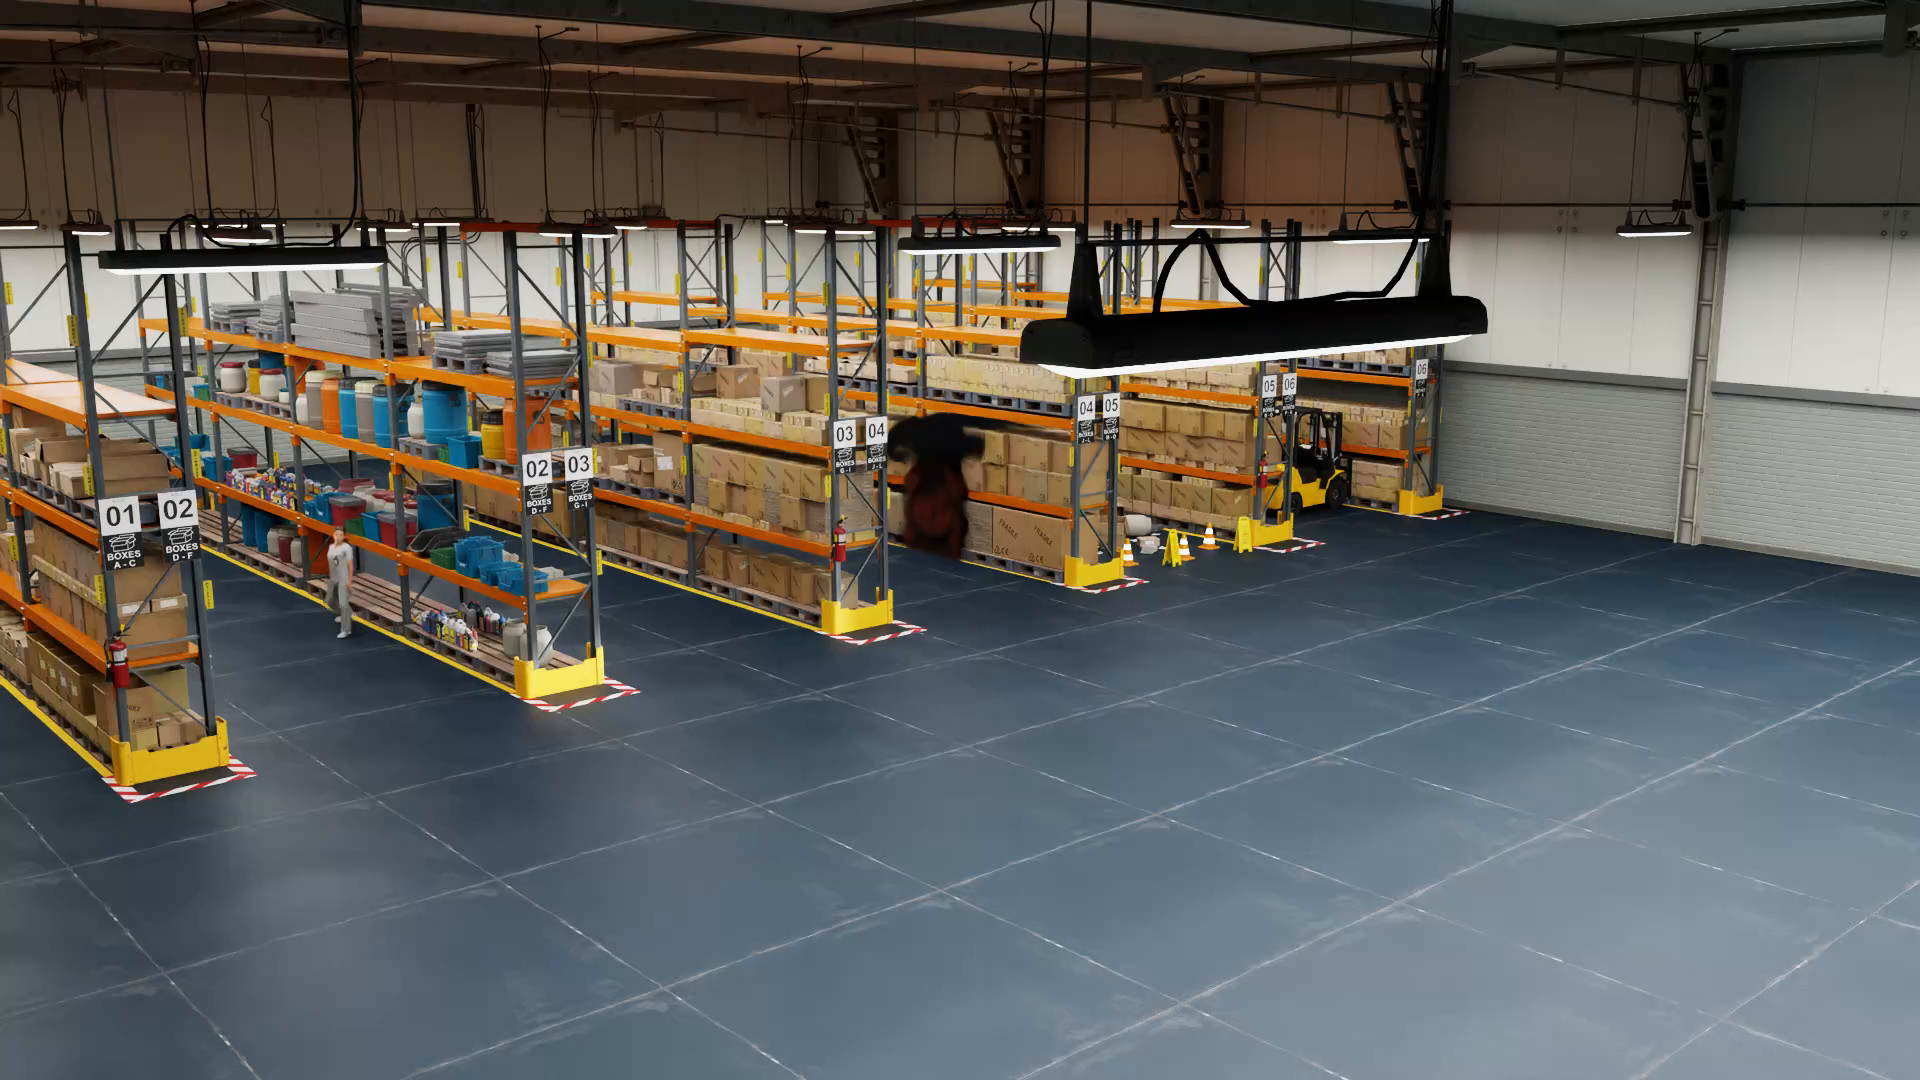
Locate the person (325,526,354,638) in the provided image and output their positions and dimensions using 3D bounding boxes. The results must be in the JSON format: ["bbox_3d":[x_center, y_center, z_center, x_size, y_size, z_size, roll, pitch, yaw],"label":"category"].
[{"bbox_3d":[-9.224,0.585,24.783,0.657,1.667,0.601,5,12,22],"label":"person"}]
